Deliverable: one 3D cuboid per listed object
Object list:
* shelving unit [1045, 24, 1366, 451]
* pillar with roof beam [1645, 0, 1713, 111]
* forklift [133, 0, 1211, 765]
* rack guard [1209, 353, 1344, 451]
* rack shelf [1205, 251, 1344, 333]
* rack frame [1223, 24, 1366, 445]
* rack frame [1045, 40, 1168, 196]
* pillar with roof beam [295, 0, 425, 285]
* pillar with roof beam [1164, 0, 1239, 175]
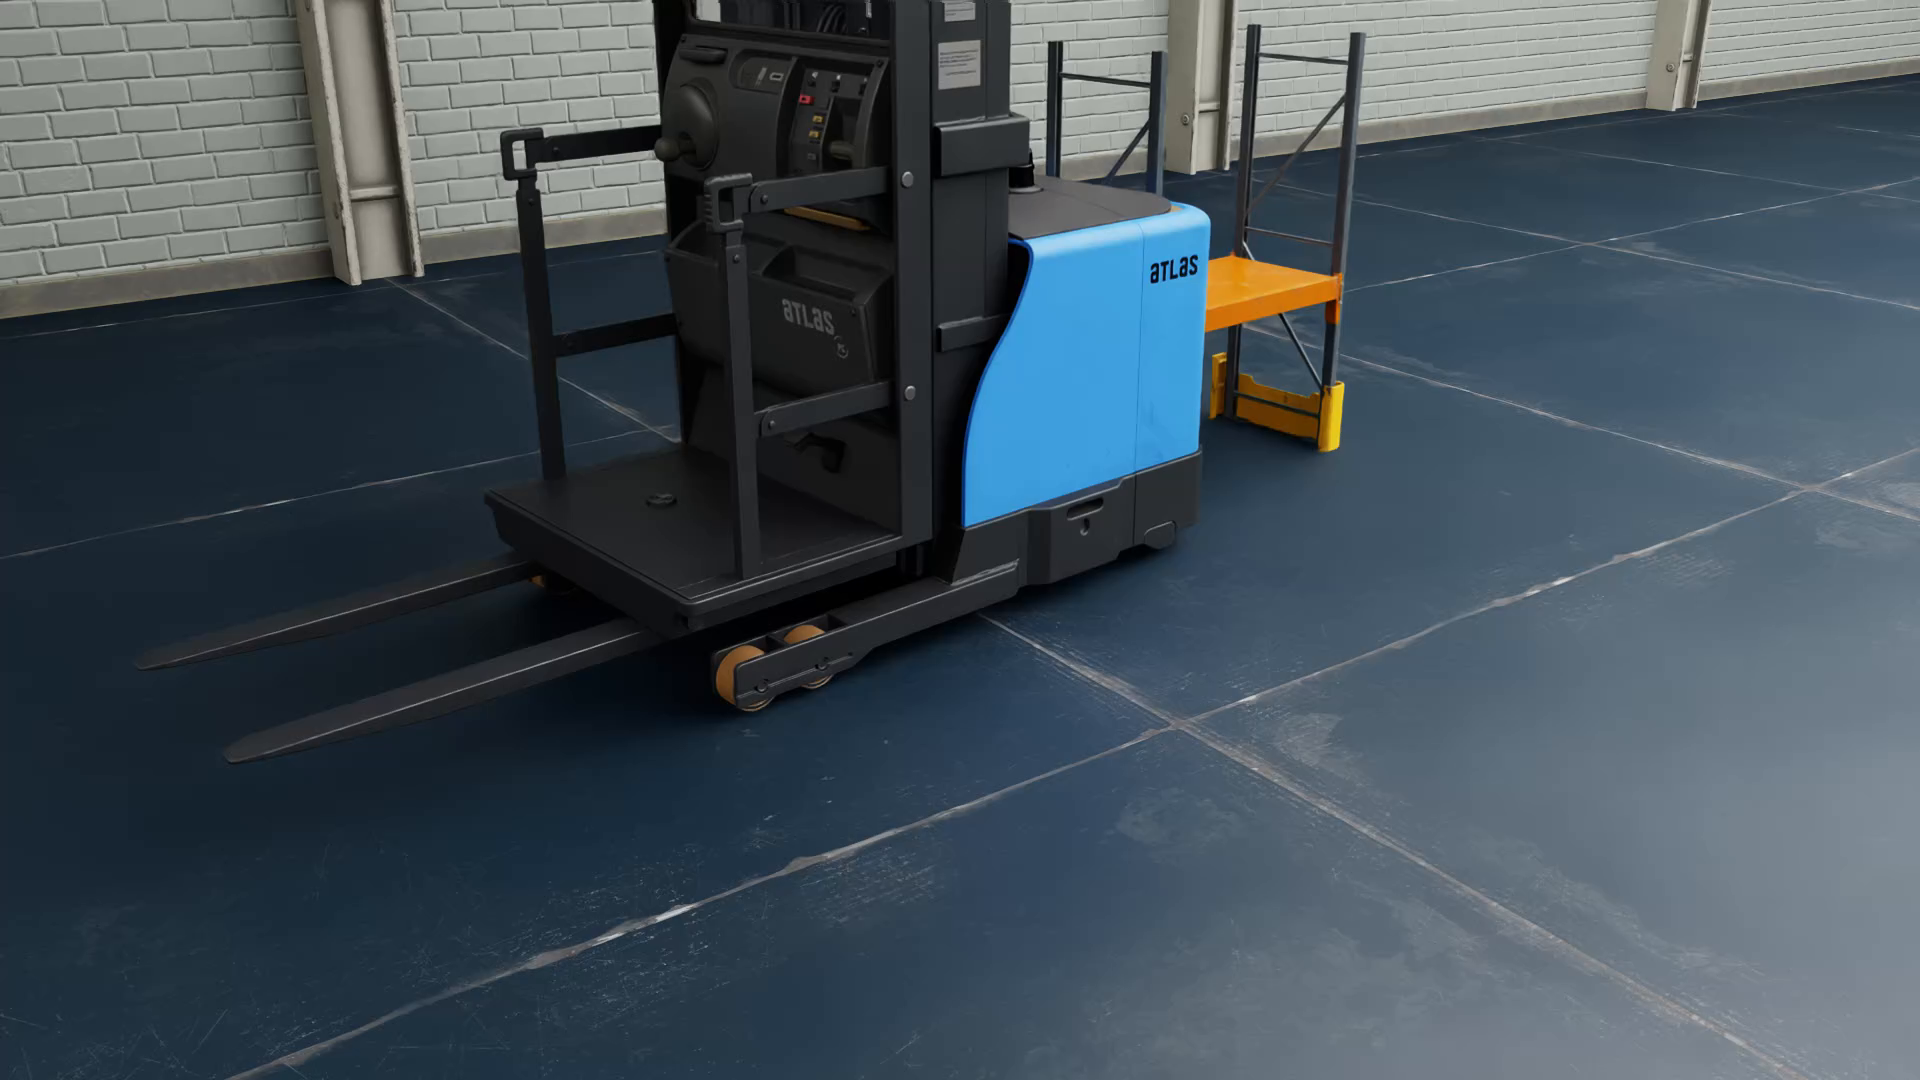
[{"bbox_3d":[0.838,-0.994,5.864,1.083,1.500,0.587,-18,28,-38],"label":"shelving unit"},{"bbox_3d":[9.119,-6.911,10.574,0.400,9.000,9.100,-15,26,-33],"label":"pillar with roof beam"},{"bbox_3d":[-0.664,-1.138,4.293,3.031,2.935,1.130,-18,28,-38],"label":"forklift"},{"bbox_3d":[1.211,-0.536,6.403,0.087,0.250,0.587,-18,28,-38],"label":"rack guard"},{"bbox_3d":[0.845,-0.829,5.937,1.000,0.185,0.538,-18,28,-38],"label":"rack shelf"},{"bbox_3d":[1.225,-1.121,6.183,0.032,1.500,0.500,-18,28,-38],"label":"rack frame"},{"bbox_3d":[0.465,-0.872,5.557,0.032,1.500,0.500,-18,28,-38],"label":"rack frame"},{"bbox_3d":[-0.622,-4.314,4.065,0.400,9.000,9.100,-15,26,-33],"label":"pillar with roof beam"},{"bbox_3d":[4.249,-5.612,7.320,0.400,9.000,9.100,-15,26,-33],"label":"pillar with roof beam"}]
